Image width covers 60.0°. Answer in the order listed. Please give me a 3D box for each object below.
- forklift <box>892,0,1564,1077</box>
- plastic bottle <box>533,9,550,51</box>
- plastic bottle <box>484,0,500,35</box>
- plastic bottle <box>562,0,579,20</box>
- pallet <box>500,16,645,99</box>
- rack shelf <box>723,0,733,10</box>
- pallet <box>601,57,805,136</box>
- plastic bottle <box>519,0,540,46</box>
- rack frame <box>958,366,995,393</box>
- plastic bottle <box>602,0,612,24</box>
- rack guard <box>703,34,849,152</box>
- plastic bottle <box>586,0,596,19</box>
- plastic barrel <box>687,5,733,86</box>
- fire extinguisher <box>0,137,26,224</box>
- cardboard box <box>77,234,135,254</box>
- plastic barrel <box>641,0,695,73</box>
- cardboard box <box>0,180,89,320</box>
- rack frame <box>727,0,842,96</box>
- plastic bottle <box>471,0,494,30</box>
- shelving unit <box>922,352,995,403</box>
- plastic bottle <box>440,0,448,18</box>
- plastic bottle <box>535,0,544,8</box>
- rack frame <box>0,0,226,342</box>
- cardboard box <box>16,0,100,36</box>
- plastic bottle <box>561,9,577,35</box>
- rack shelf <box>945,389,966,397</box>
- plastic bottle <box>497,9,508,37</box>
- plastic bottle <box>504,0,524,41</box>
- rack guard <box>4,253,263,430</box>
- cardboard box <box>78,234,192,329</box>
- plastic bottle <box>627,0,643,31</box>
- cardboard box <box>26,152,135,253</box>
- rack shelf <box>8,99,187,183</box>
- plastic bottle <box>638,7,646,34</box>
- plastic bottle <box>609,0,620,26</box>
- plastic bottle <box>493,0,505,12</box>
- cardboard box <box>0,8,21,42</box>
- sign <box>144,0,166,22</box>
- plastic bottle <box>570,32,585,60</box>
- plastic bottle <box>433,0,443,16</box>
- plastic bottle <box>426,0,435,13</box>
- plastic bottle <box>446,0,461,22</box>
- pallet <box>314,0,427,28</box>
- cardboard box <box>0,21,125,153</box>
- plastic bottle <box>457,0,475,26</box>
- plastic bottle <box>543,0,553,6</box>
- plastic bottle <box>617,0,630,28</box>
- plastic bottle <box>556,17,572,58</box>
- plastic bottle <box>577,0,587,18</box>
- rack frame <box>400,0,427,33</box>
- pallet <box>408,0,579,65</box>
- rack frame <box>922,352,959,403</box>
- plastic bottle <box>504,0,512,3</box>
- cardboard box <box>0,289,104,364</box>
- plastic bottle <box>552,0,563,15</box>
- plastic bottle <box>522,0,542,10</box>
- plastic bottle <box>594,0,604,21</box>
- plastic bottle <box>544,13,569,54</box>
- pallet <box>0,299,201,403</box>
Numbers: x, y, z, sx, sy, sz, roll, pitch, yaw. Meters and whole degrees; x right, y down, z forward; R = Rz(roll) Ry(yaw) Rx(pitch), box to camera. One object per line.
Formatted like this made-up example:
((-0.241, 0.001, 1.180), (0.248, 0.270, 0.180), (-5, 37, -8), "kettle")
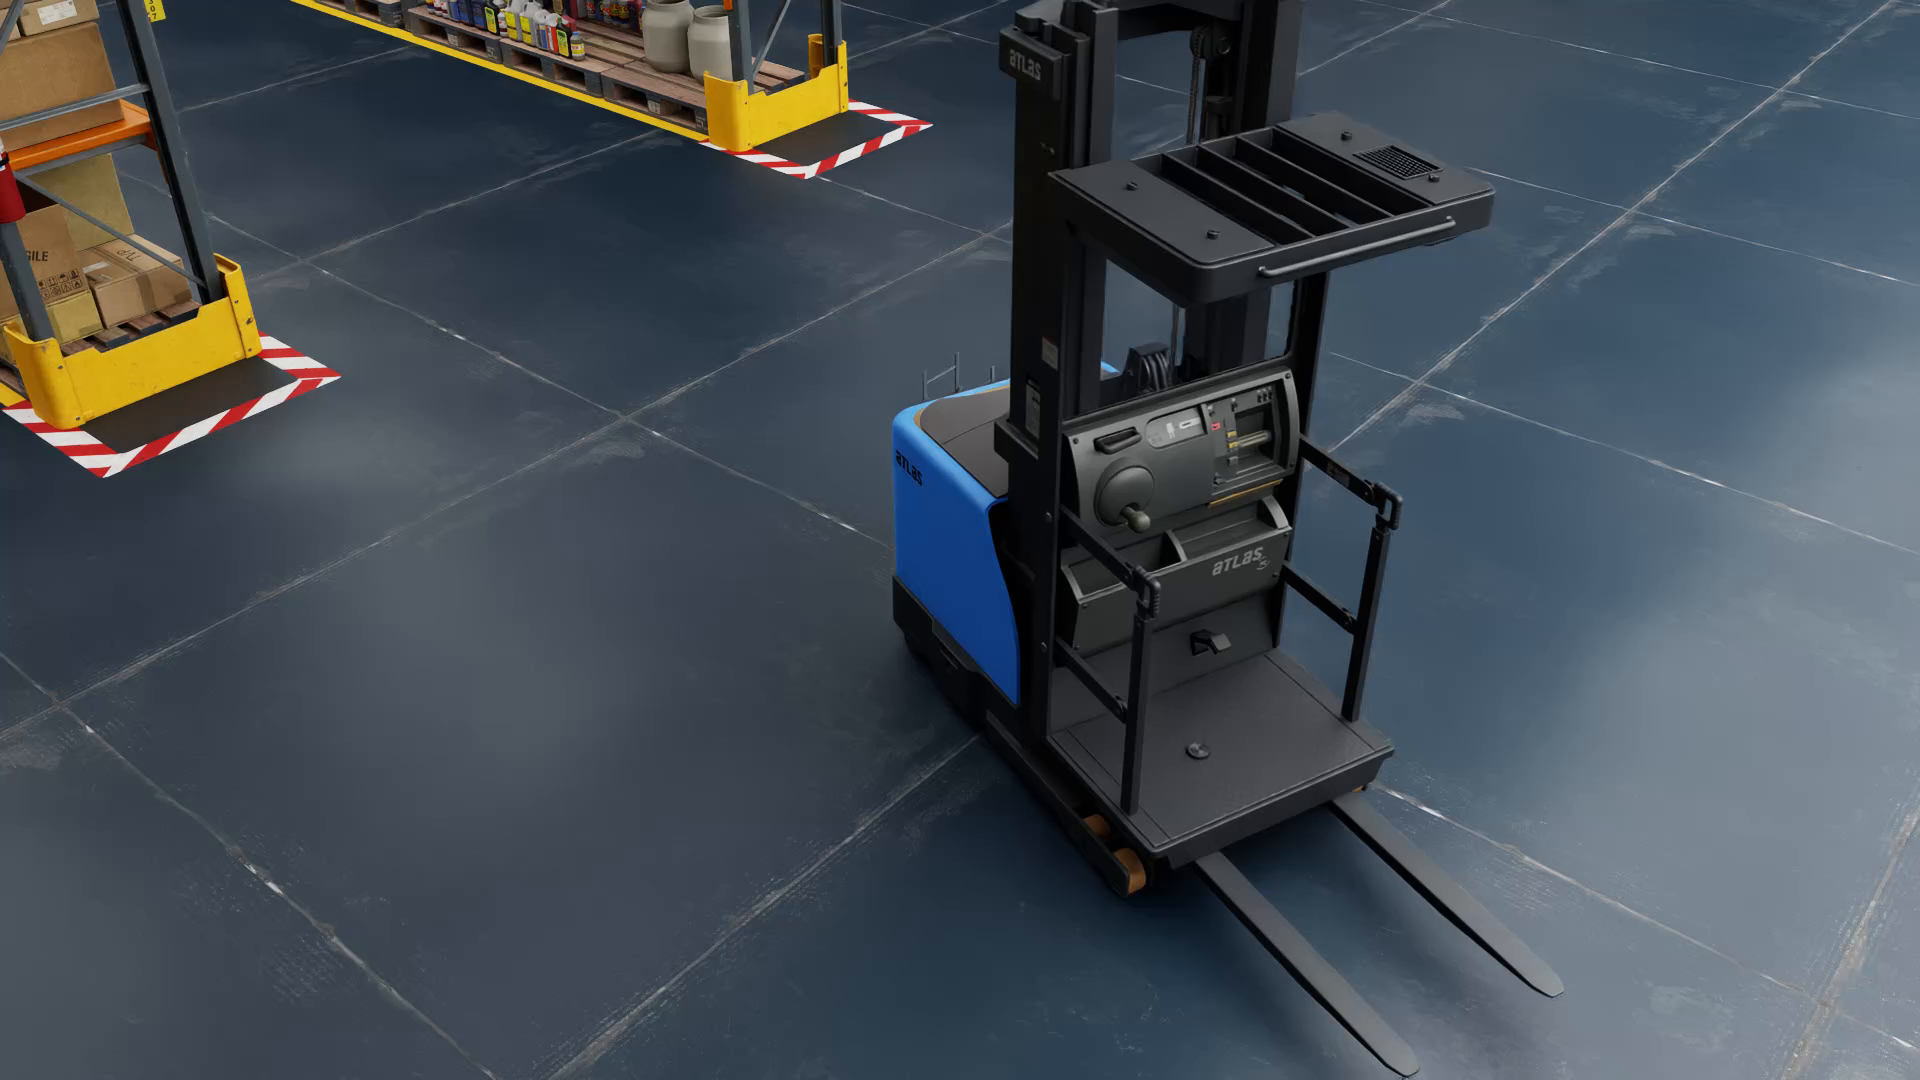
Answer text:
((0.881, -0.246, 5.519), (1.130, 2.935, 3.031), (-18, 38, -24), "forklift")
((-3.200, -3.954, 12.876), (0.135, 0.276, 0.152), (24, 41, 31), "plastic bottle")
((-3.699, -4.159, 13.167), (0.133, 0.283, 0.061), (27, 43, 34), "plastic bottle")
((-3.169, -4.377, 13.484), (0.133, 0.283, 0.061), (25, 42, 32), "plastic bottle")
((-2.868, -3.864, 13.190), (1.213, 0.211, 1.003), (25, 42, 32), "pallet")
((-2.762, -4.696, 12.573), (4.000, 0.370, 1.077), (25, 42, 32), "rack shelf")
((-1.935, -3.422, 12.546), (1.213, 0.211, 1.003), (25, 42, 32), "pallet")
((-3.330, -4.043, 12.939), (0.185, 0.351, 0.144), (27, 43, 34), "plastic bottle")
((0.072, -0.337, 7.446), (0.006, 0.900, 0.240), (25, 42, 32), "rack frame")
((-2.836, -4.284, 13.422), (0.097, 0.201, 0.097), (0, 34, 0), "plastic bottle")
((-1.314, -3.244, 12.033), (0.348, 0.500, 1.175), (25, 42, 32), "rack guard")
((-2.993, -4.359, 13.530), (0.097, 0.201, 0.097), (0, 34, 0), "plastic bottle")
((-1.780, -3.621, 12.199), (0.421, 0.512, 0.421), (0, 34, 0), "plastic barrel")
((-4.604, -1.837, 7.844), (0.183, 0.674, 0.296), (25, 42, 32), "fire extinguisher")
((-5.054, -1.624, 9.523), (0.500, 0.250, 0.500), (25, 42, 32), "cardboard box")
((-2.165, -3.802, 12.463), (0.421, 0.512, 0.421), (0, 34, 0), "plastic barrel")
((-5.000, -1.528, 8.720), (0.500, 0.500, 0.500), (25, 42, 32), "cardboard box")
((-1.225, -4.268, 11.315), (0.127, 3.000, 1.000), (25, 42, 32), "rack frame")
((-3.799, -4.265, 13.262), (0.185, 0.351, 0.144), (23, 41, 30), "plastic bottle")
((-0.006, -0.374, 7.500), (0.210, 0.900, 0.258), (25, 42, 32), "shelving unit")
((-4.178, -4.365, 13.539), (0.097, 0.201, 0.097), (0, 34, 0), "plastic bottle")
((-3.548, -4.524, 13.706), (0.135, 0.276, 0.152), (25, 42, 32), "plastic bottle")
((-4.397, -2.114, 8.179), (0.127, 3.000, 1.000), (25, 42, 32), "rack frame")
((-4.561, -2.659, 8.310), (0.250, 0.149, 0.380), (25, 42, 32), "cardboard box")
((-3.026, -3.954, 12.868), (0.133, 0.283, 0.061), (25, 42, 32), "plastic bottle")
((-0.006, -0.569, 7.366), (0.200, 0.077, 0.258), (25, 42, 32), "rack shelf")
((-3.597, -4.091, 13.140), (0.097, 0.201, 0.097), (0, 34, 0), "plastic bottle")
((-3.473, -4.111, 13.038), (0.185, 0.351, 0.144), (25, 42, 31), "plastic bottle")
((-4.379, -1.075, 8.874), (0.348, 0.500, 1.175), (25, 42, 32), "rack guard")
((-4.667, -1.445, 9.262), (0.500, 0.250, 0.500), (25, 42, 32), "cardboard box")
((-2.581, -4.212, 13.244), (0.133, 0.283, 0.061), (26, 42, 33), "plastic bottle")
((-5.053, -1.934, 9.312), (0.500, 0.500, 0.500), (25, 42, 32), "cardboard box")
((-5.934, -2.542, 9.437), (4.000, 0.370, 1.077), (25, 42, 32), "rack shelf")
((-2.499, -4.125, 13.191), (0.097, 0.201, 0.097), (0, 34, 0), "plastic bottle")
((-2.759, -4.277, 13.350), (0.097, 0.271, 0.097), (0, 34, 0), "plastic bottle")
((-3.662, -4.195, 13.230), (0.097, 0.271, 0.097), (0, 34, 0), "plastic bottle")
((-4.813, -2.478, 8.048), (0.250, 0.149, 0.380), (24, 41, 31), "cardboard box")
((-4.038, -2.743, 8.260), (0.005, 0.325, 0.100), (25, 42, 32), "sign")
((-2.917, -3.770, 12.673), (0.097, 0.201, 0.097), (0, 34, 0), "plastic bottle")
((-4.257, -4.402, 13.593), (0.097, 0.201, 0.097), (0, 34, 0), "plastic bottle")
((-4.335, -4.467, 13.627), (0.097, 0.271, 0.097), (0, 34, 0), "plastic bottle")
((-4.069, -4.364, 13.472), (0.135, 0.276, 0.152), (27, 43, 33), "plastic bottle")
((-4.928, -4.835, 14.604), (1.213, 0.211, 1.003), (25, 42, 32), "pallet")
((-4.748, -2.330, 8.405), (0.500, 0.500, 0.700), (25, 42, 32), "cardboard box")
((-3.944, -4.333, 13.361), (0.185, 0.351, 0.144), (26, 42, 33), "plastic bottle")
((-3.472, -4.629, 13.792), (0.185, 0.351, 0.144), (23, 41, 30), "plastic bottle")
((-2.682, -4.241, 13.297), (0.097, 0.271, 0.097), (0, 34, 0), "plastic bottle")
((-3.018, -3.838, 12.700), (0.133, 0.283, 0.061), (26, 42, 33), "plastic bottle")
((-3.102, -4.420, 13.554), (0.135, 0.276, 0.152), (26, 42, 33), "plastic bottle")
((-4.299, -5.717, 13.425), (0.127, 3.000, 1.000), (25, 42, 32), "rack frame")
((-3.810, -4.306, 13.833), (1.213, 0.211, 1.003), (25, 42, 32), "pallet")
((-0.084, -0.411, 7.553), (0.006, 0.900, 0.240), (25, 42, 32), "rack frame")
((-3.712, -4.636, 13.802), (0.185, 0.351, 0.144), (25, 42, 32), "plastic bottle")
((-4.998, -1.220, 8.934), (0.500, 0.250, 0.500), (25, 42, 32), "cardboard box")
((-3.270, -4.430, 13.562), (0.133, 0.283, 0.061), (25, 42, 32), "plastic bottle")
((-3.397, -4.154, 13.166), (0.135, 0.276, 0.152), (25, 42, 32), "plastic bottle")
((-2.915, -4.351, 13.457), (0.097, 0.271, 0.097), (0, 34, 0), "plastic bottle")
((-3.093, -3.904, 12.803), (0.135, 0.276, 0.152), (26, 42, 32), "plastic bottle")
((-5.012, -1.224, 9.345), (1.213, 0.211, 1.003), (25, 42, 32), "pallet")
